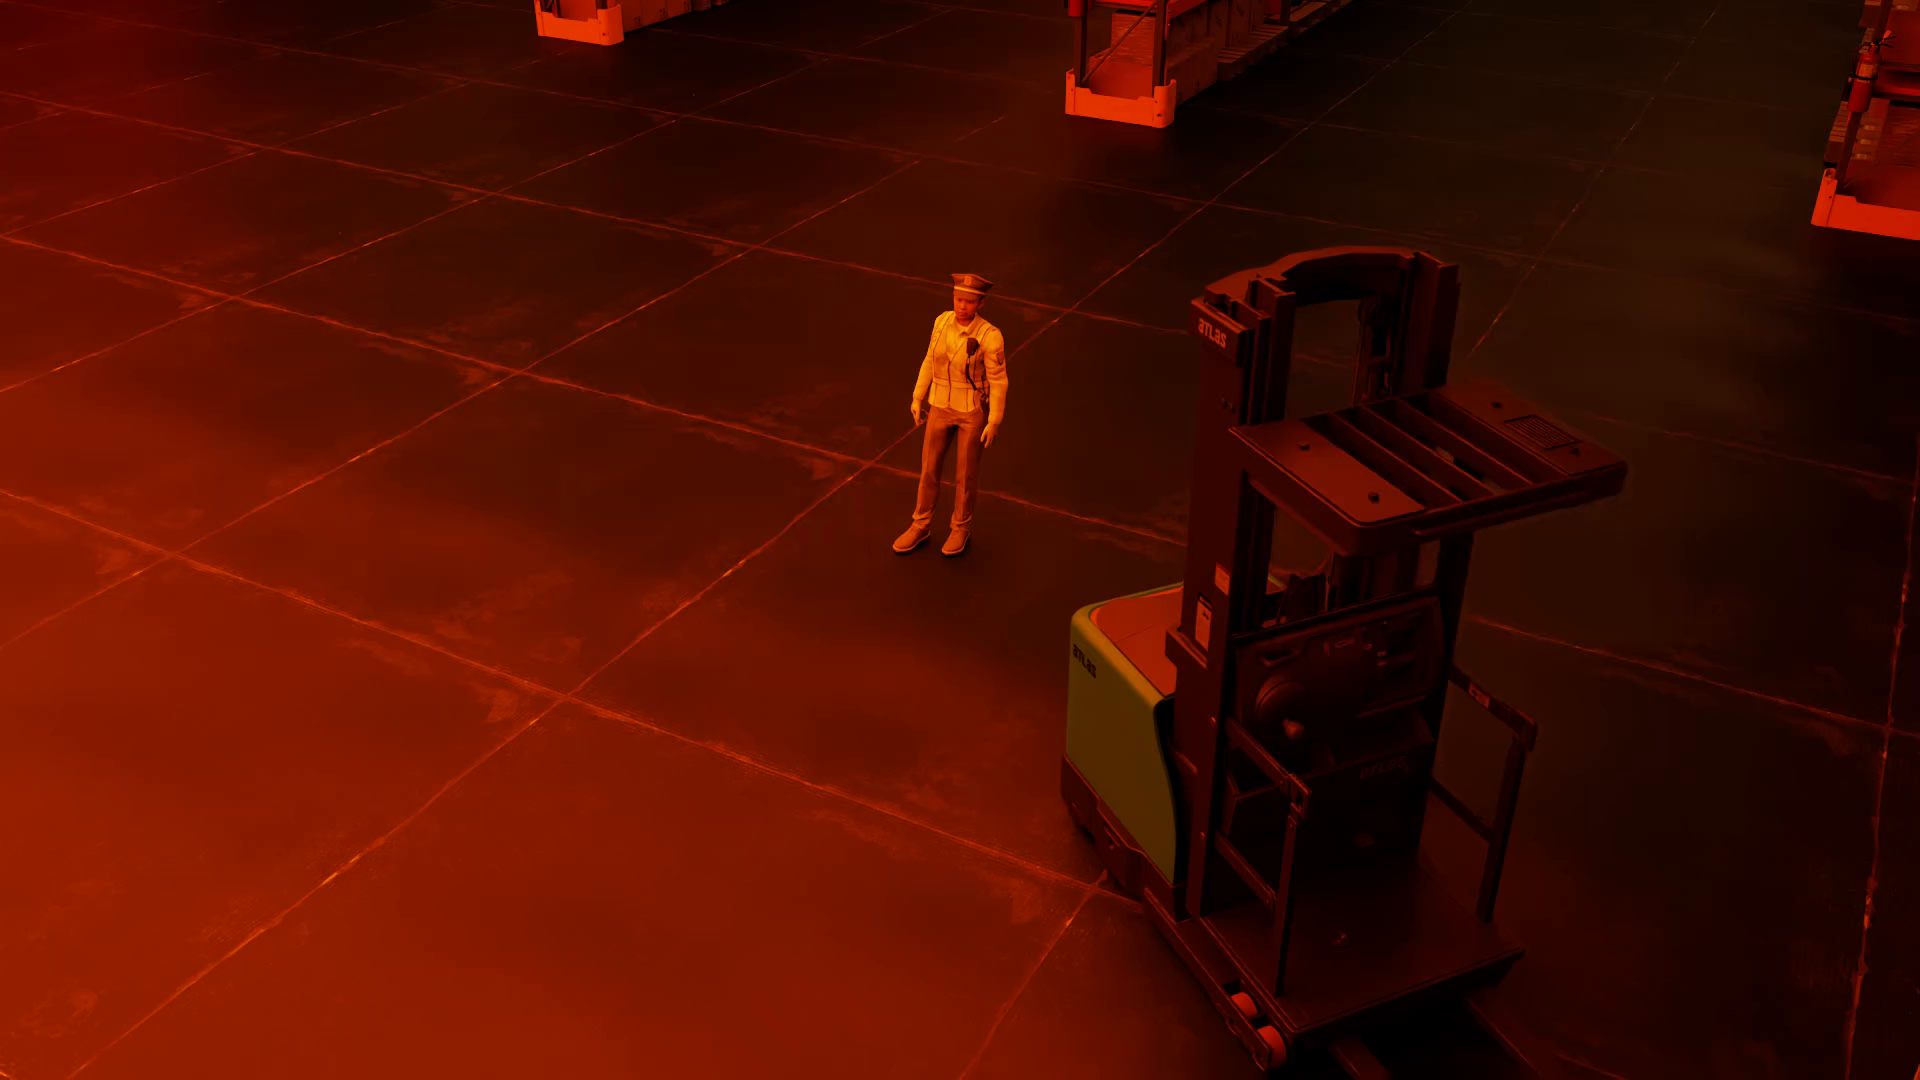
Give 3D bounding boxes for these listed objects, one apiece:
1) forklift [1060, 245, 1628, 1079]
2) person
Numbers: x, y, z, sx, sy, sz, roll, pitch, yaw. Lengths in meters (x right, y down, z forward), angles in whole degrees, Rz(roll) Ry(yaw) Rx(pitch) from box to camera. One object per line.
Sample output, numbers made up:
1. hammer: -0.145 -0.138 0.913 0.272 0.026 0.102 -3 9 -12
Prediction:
1. forklift: 1.534 0.536 6.142 1.130 2.935 3.031 -13 32 -21
2. person: -0.038 -0.712 9.527 0.587 1.696 0.534 15 33 25
